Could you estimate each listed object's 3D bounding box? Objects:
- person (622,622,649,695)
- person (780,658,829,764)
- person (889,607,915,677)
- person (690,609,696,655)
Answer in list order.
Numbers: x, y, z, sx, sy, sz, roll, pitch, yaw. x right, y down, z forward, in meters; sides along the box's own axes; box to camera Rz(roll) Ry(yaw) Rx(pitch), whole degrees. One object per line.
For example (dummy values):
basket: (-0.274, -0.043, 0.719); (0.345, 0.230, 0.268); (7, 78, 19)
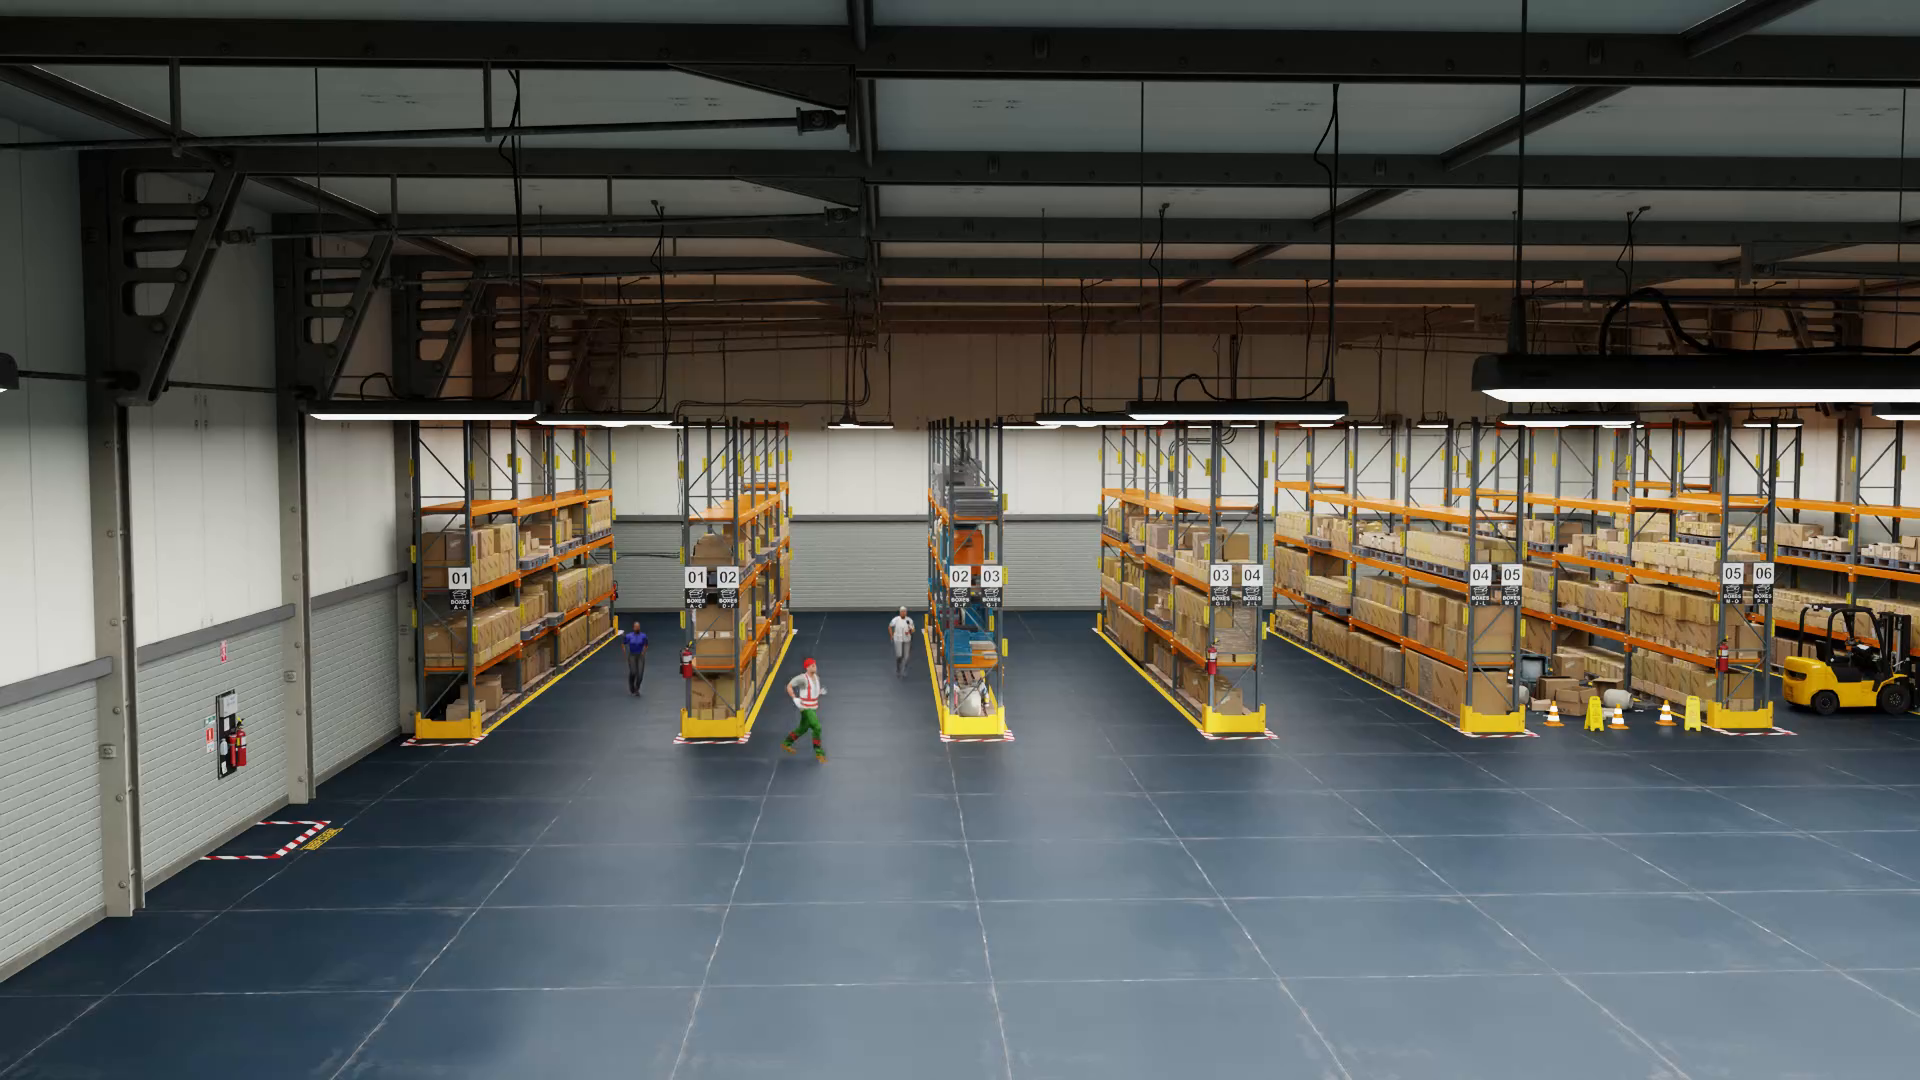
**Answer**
person: (-6.993, 2.568, 35.921); (0.555, 1.609, 0.651); (-1, 4, -19)
person: (-2.680, 2.964, 28.898); (0.981, 1.850, 0.624); (1, 4, 21)
person: (-1.338, 2.374, 38.676); (0.584, 1.650, 0.650); (-1, 4, -10)
person: (-6.548, 2.096, 41.958); (0.703, 1.832, 0.850); (0, 4, -6)
